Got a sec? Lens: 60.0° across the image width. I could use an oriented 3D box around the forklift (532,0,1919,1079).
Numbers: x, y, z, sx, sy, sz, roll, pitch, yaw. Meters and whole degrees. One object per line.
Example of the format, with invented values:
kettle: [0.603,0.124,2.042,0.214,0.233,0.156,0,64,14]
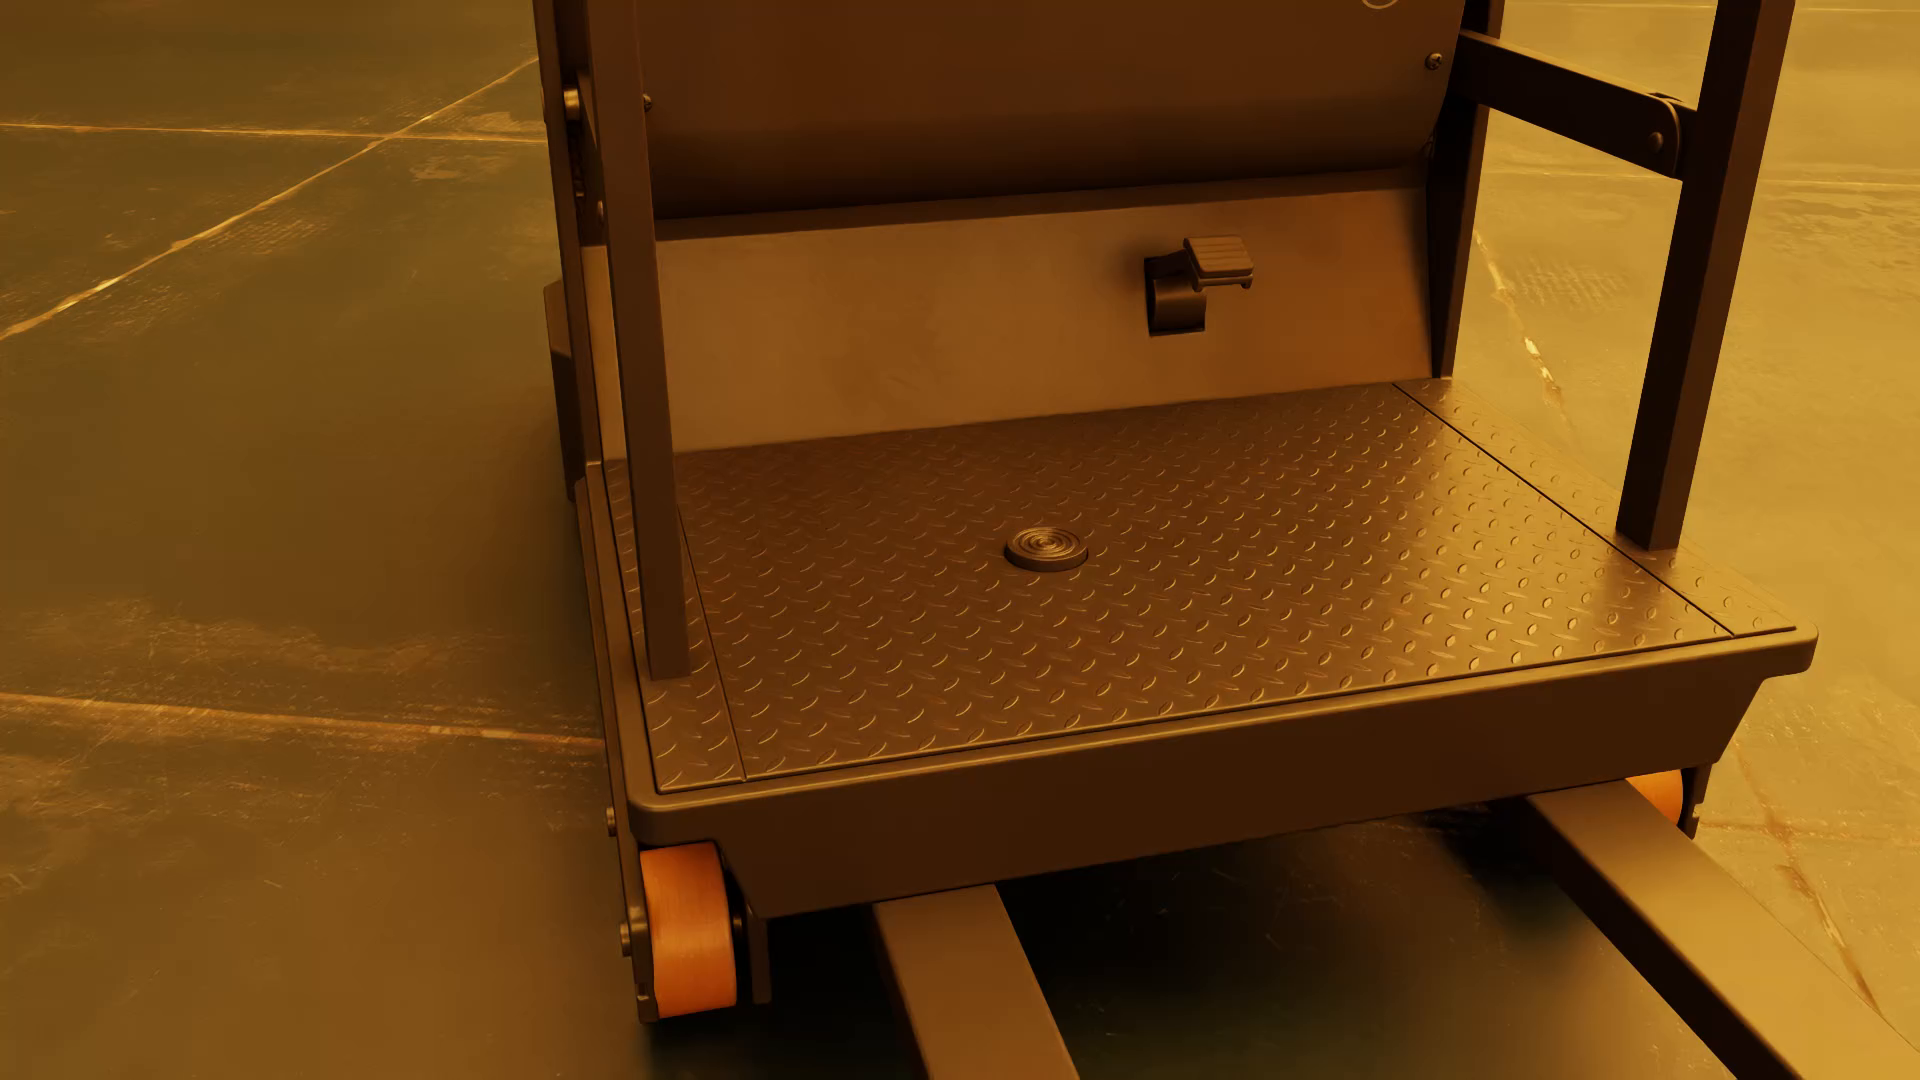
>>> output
forklift: [0.153,-1.049,1.319,1.130,2.935,3.031,-7,27,-13]
